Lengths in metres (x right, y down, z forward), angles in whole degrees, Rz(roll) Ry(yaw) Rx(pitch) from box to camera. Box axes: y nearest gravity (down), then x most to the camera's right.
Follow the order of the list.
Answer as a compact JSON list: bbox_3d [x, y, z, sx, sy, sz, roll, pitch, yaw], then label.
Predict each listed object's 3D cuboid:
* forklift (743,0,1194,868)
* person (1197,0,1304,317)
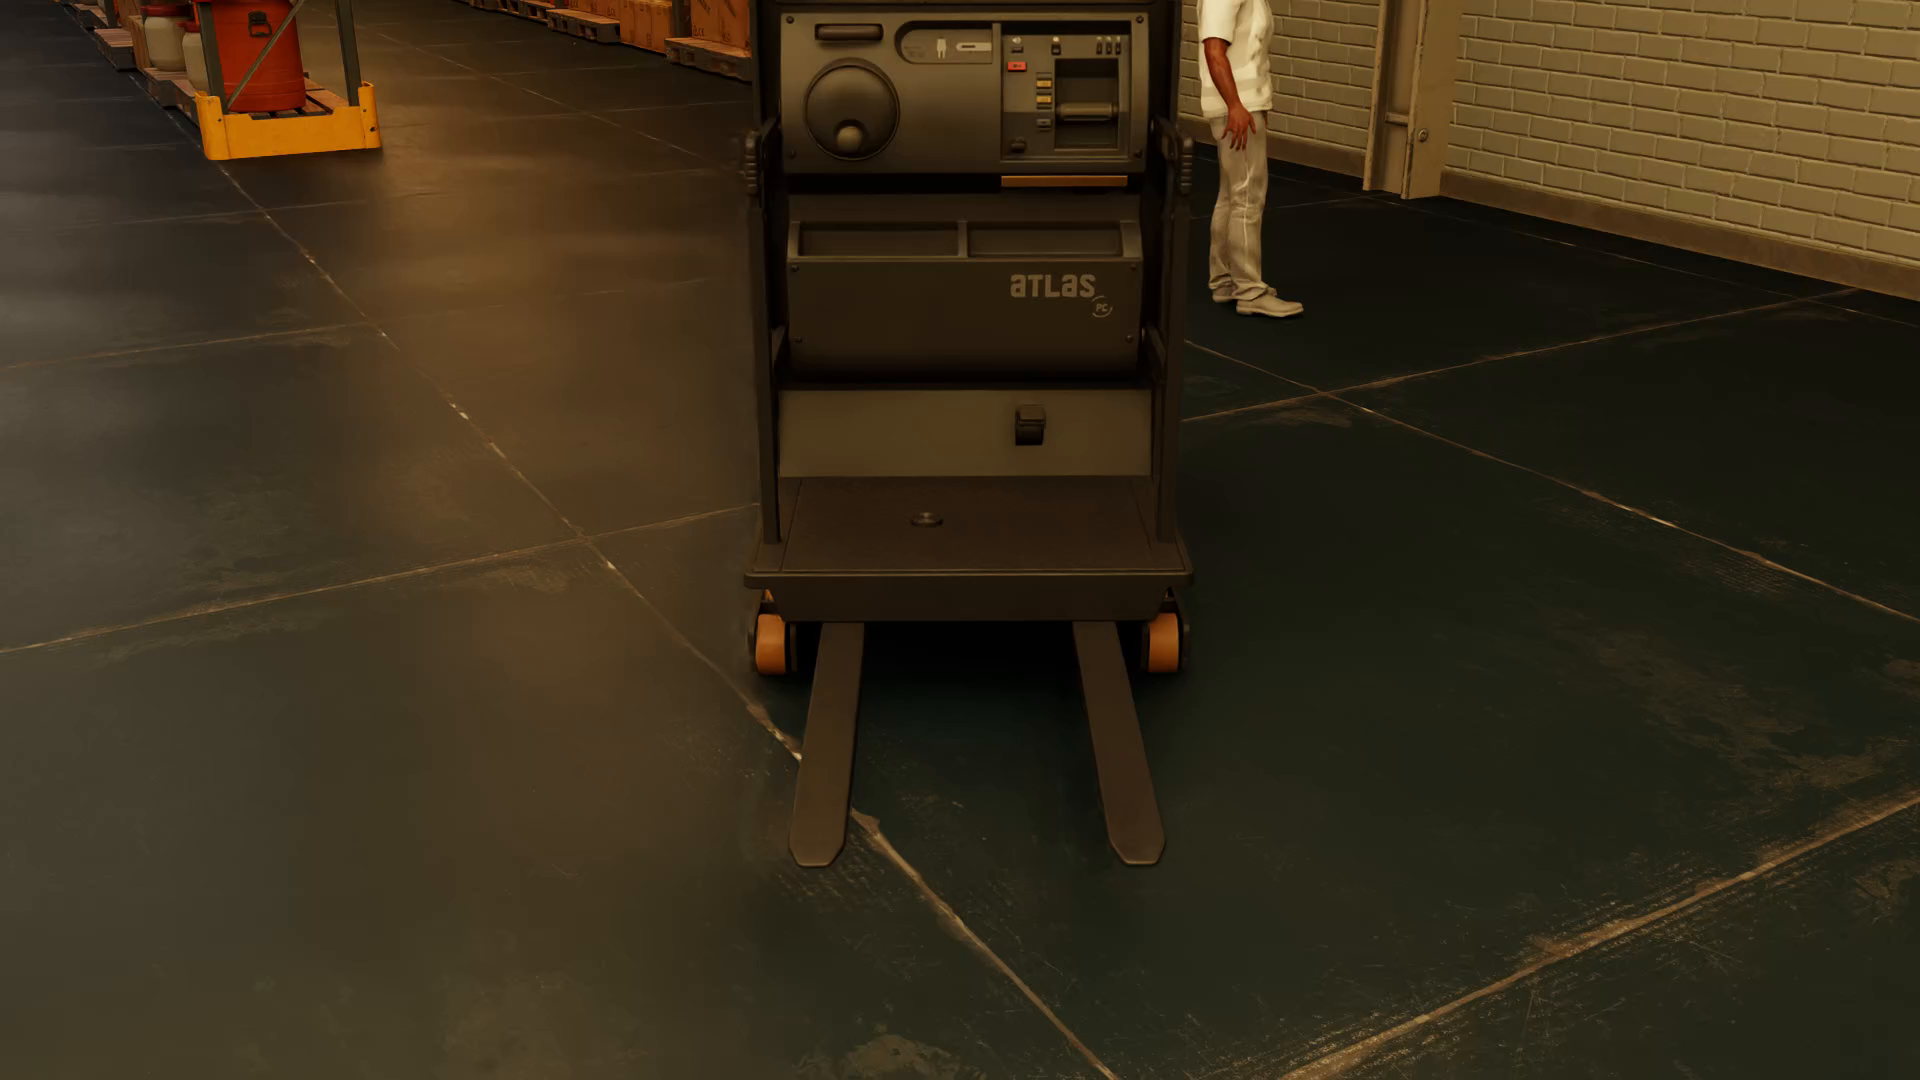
[{"bbox_3d":[0.017,-1.123,4.011,1.130,2.935,3.031,0,22,-1],"label":"forklift"},{"bbox_3d":[1.345,-1.941,7.531,0.572,1.771,0.696,5,23,13],"label":"person"}]
